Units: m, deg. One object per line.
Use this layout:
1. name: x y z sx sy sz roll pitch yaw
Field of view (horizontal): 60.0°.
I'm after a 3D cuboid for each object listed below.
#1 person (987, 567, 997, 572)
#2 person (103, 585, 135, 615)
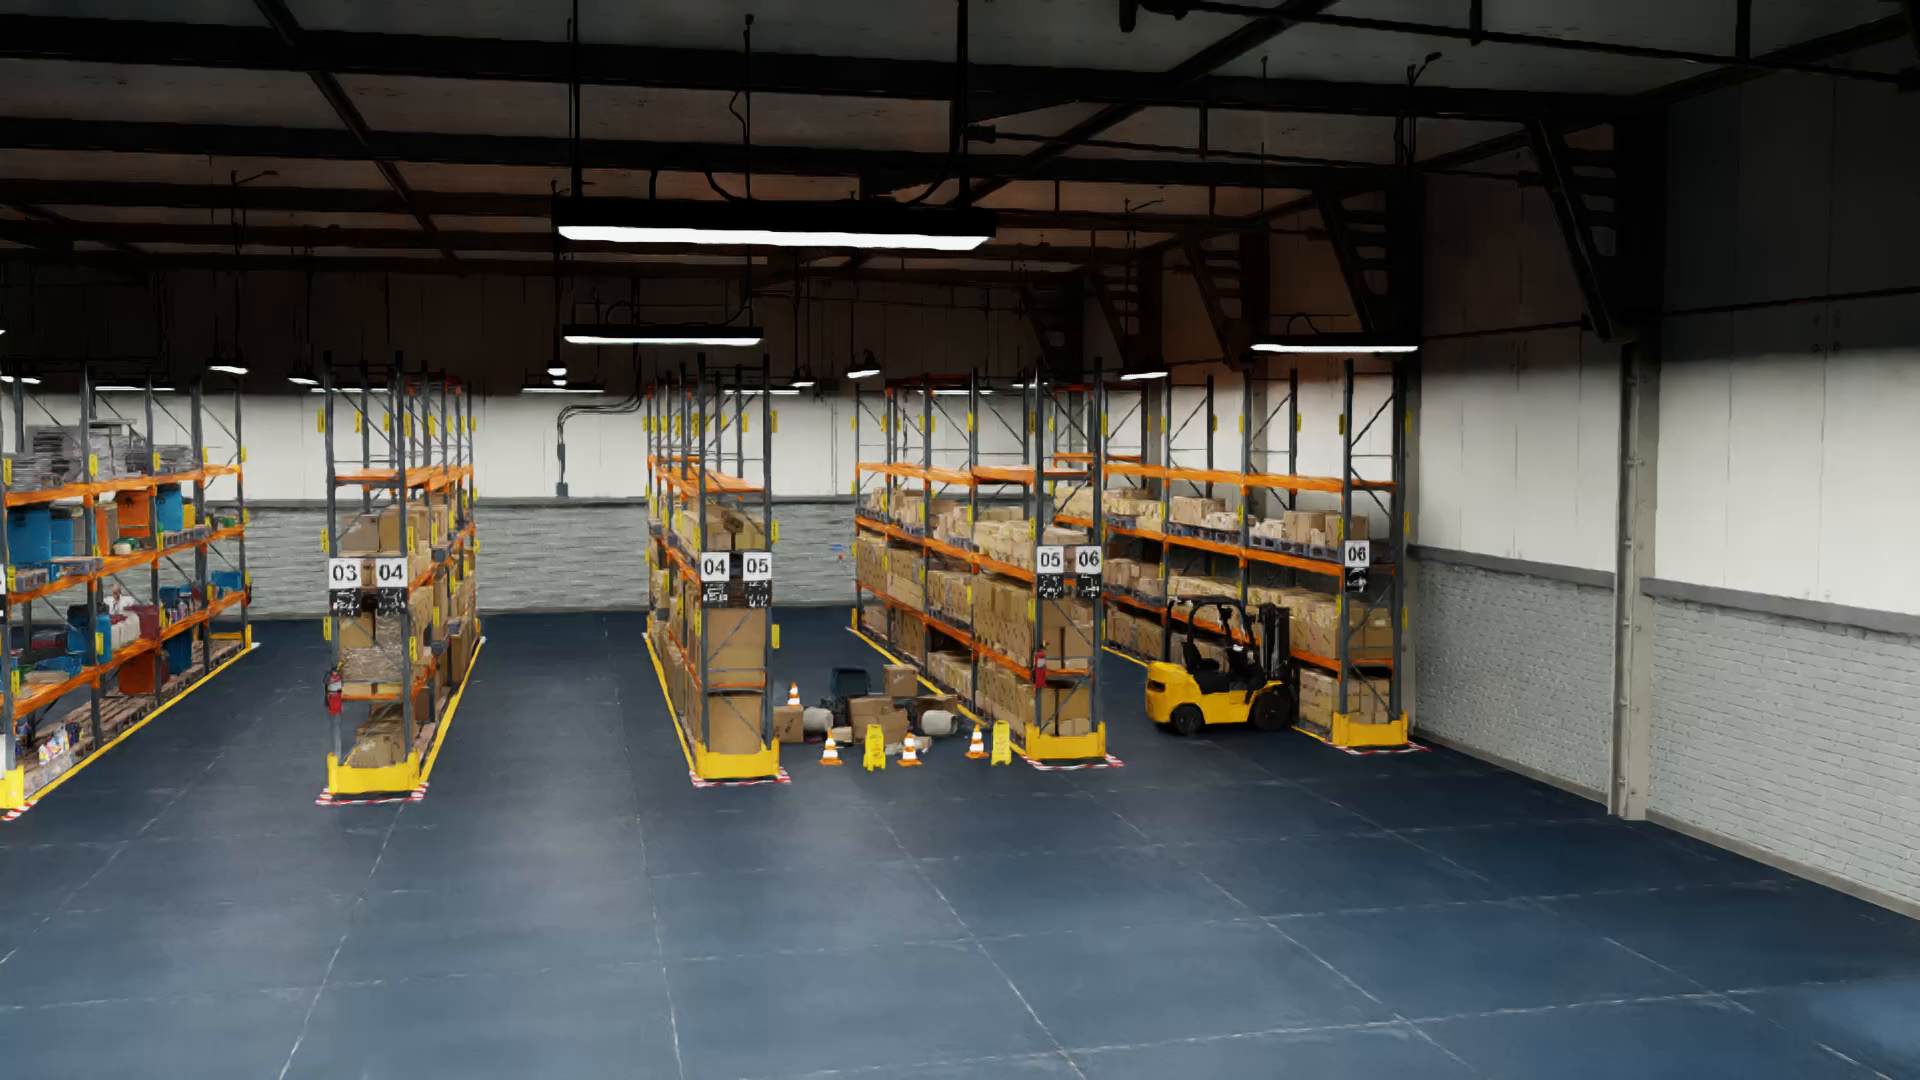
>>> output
1. person: 0.734 1.332 39.720 0.579 1.785 0.679 0 4 -3
2. person: -17.252 1.769 34.110 0.729 1.733 0.546 -1 4 -14
